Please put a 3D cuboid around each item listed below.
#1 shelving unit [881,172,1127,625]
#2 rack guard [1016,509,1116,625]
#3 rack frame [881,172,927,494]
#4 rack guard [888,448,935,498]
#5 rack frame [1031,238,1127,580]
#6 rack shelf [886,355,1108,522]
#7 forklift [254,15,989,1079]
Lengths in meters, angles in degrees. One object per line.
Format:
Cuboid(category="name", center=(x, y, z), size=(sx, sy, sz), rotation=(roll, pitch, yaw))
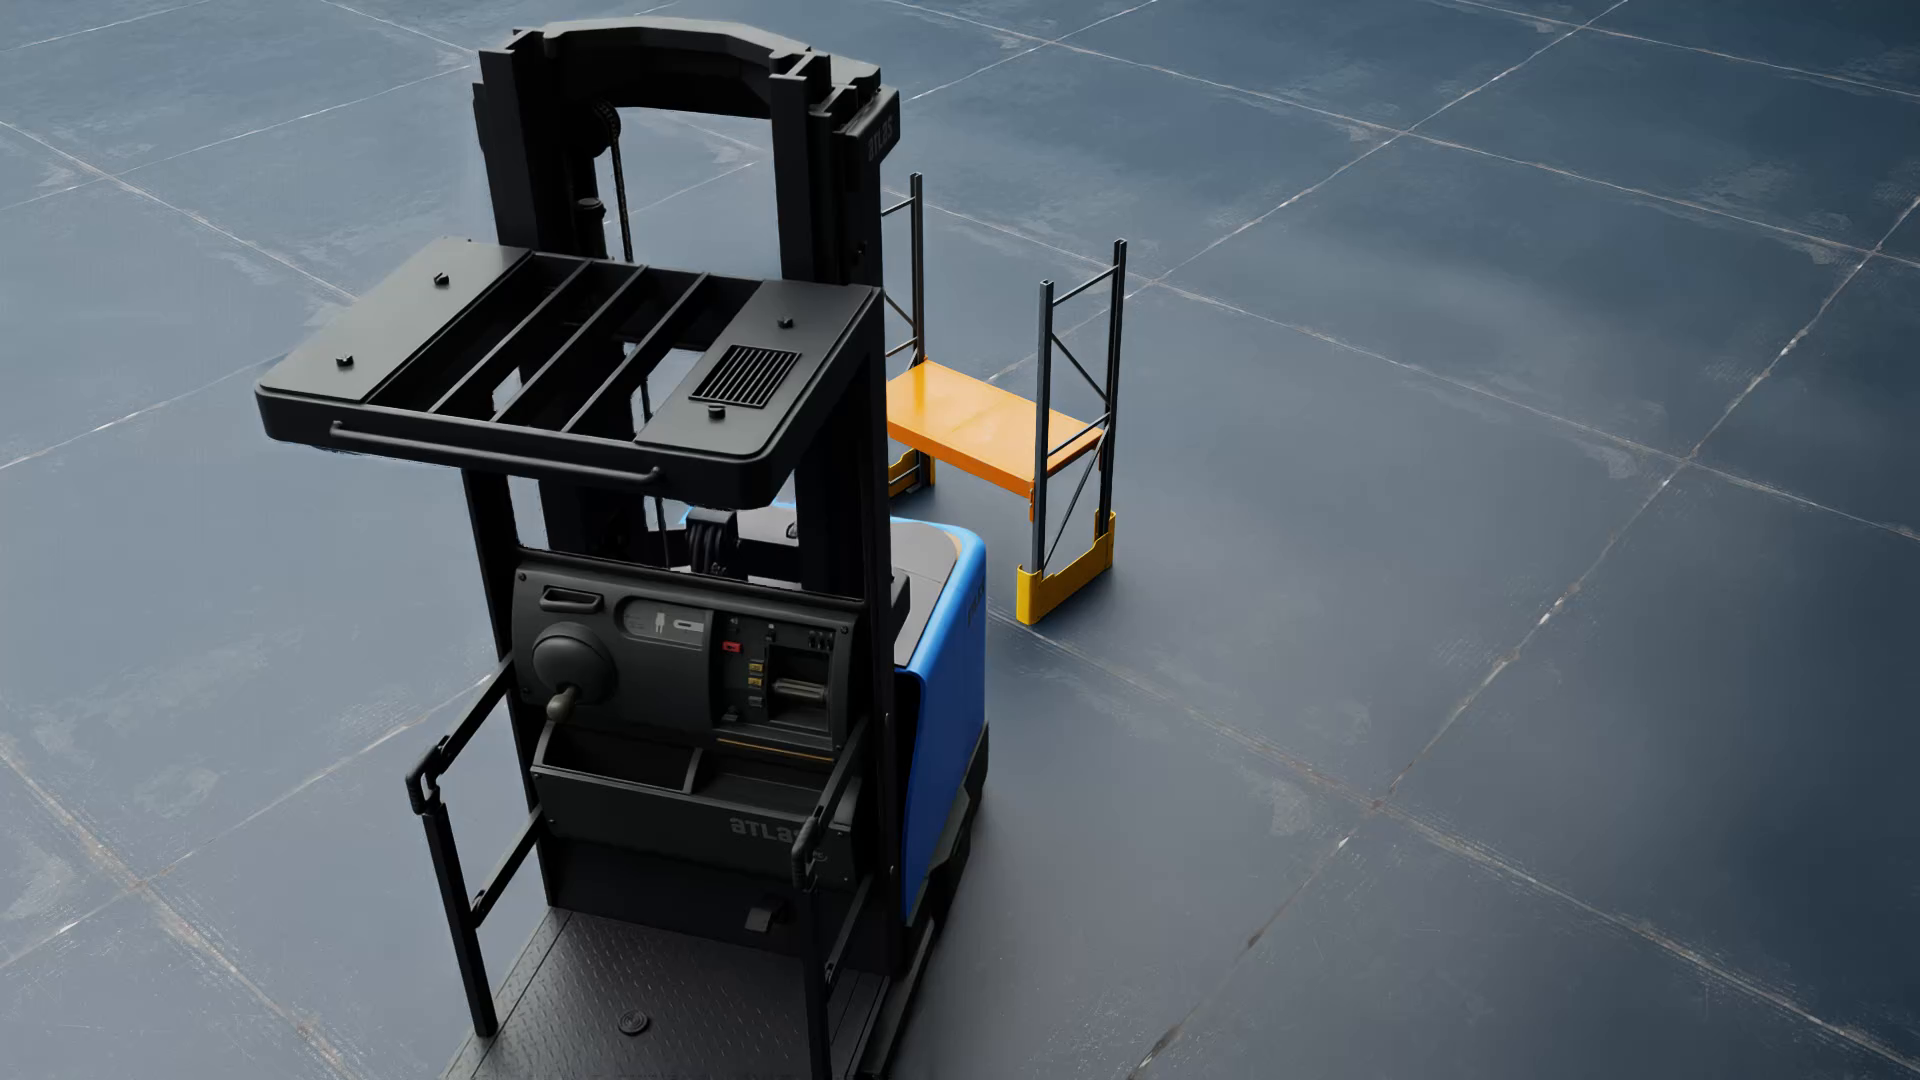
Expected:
Cuboid(category="shelving unit", center=(0.059, -0.591, 6.785), size=(1.083, 1.500, 0.587), rotation=(25, 42, 32))
Cuboid(category="rack guard", center=(0.441, 0.105, 6.876), size=(0.087, 0.250, 0.587), rotation=(25, 42, 32))
Cuboid(category="rack frame", center=(-0.325, -0.771, 7.049), size=(0.032, 1.500, 0.500), rotation=(25, 42, 32))
Cuboid(category="rack guard", center=(-0.324, -0.256, 7.402), size=(0.087, 0.250, 0.587), rotation=(25, 42, 32))
Cuboid(category="rack frame", center=(0.456, -0.403, 6.512), size=(0.032, 1.500, 0.500), rotation=(25, 42, 32))
Cuboid(category="rack shelf", center=(0.066, -0.439, 6.882), size=(1.000, 0.185, 0.538), rotation=(25, 42, 32))
Cuboid(category="forklift", center=(-0.772, 0.377, 4.111), size=(1.130, 2.935, 3.031), rotation=(9, 35, 12))
